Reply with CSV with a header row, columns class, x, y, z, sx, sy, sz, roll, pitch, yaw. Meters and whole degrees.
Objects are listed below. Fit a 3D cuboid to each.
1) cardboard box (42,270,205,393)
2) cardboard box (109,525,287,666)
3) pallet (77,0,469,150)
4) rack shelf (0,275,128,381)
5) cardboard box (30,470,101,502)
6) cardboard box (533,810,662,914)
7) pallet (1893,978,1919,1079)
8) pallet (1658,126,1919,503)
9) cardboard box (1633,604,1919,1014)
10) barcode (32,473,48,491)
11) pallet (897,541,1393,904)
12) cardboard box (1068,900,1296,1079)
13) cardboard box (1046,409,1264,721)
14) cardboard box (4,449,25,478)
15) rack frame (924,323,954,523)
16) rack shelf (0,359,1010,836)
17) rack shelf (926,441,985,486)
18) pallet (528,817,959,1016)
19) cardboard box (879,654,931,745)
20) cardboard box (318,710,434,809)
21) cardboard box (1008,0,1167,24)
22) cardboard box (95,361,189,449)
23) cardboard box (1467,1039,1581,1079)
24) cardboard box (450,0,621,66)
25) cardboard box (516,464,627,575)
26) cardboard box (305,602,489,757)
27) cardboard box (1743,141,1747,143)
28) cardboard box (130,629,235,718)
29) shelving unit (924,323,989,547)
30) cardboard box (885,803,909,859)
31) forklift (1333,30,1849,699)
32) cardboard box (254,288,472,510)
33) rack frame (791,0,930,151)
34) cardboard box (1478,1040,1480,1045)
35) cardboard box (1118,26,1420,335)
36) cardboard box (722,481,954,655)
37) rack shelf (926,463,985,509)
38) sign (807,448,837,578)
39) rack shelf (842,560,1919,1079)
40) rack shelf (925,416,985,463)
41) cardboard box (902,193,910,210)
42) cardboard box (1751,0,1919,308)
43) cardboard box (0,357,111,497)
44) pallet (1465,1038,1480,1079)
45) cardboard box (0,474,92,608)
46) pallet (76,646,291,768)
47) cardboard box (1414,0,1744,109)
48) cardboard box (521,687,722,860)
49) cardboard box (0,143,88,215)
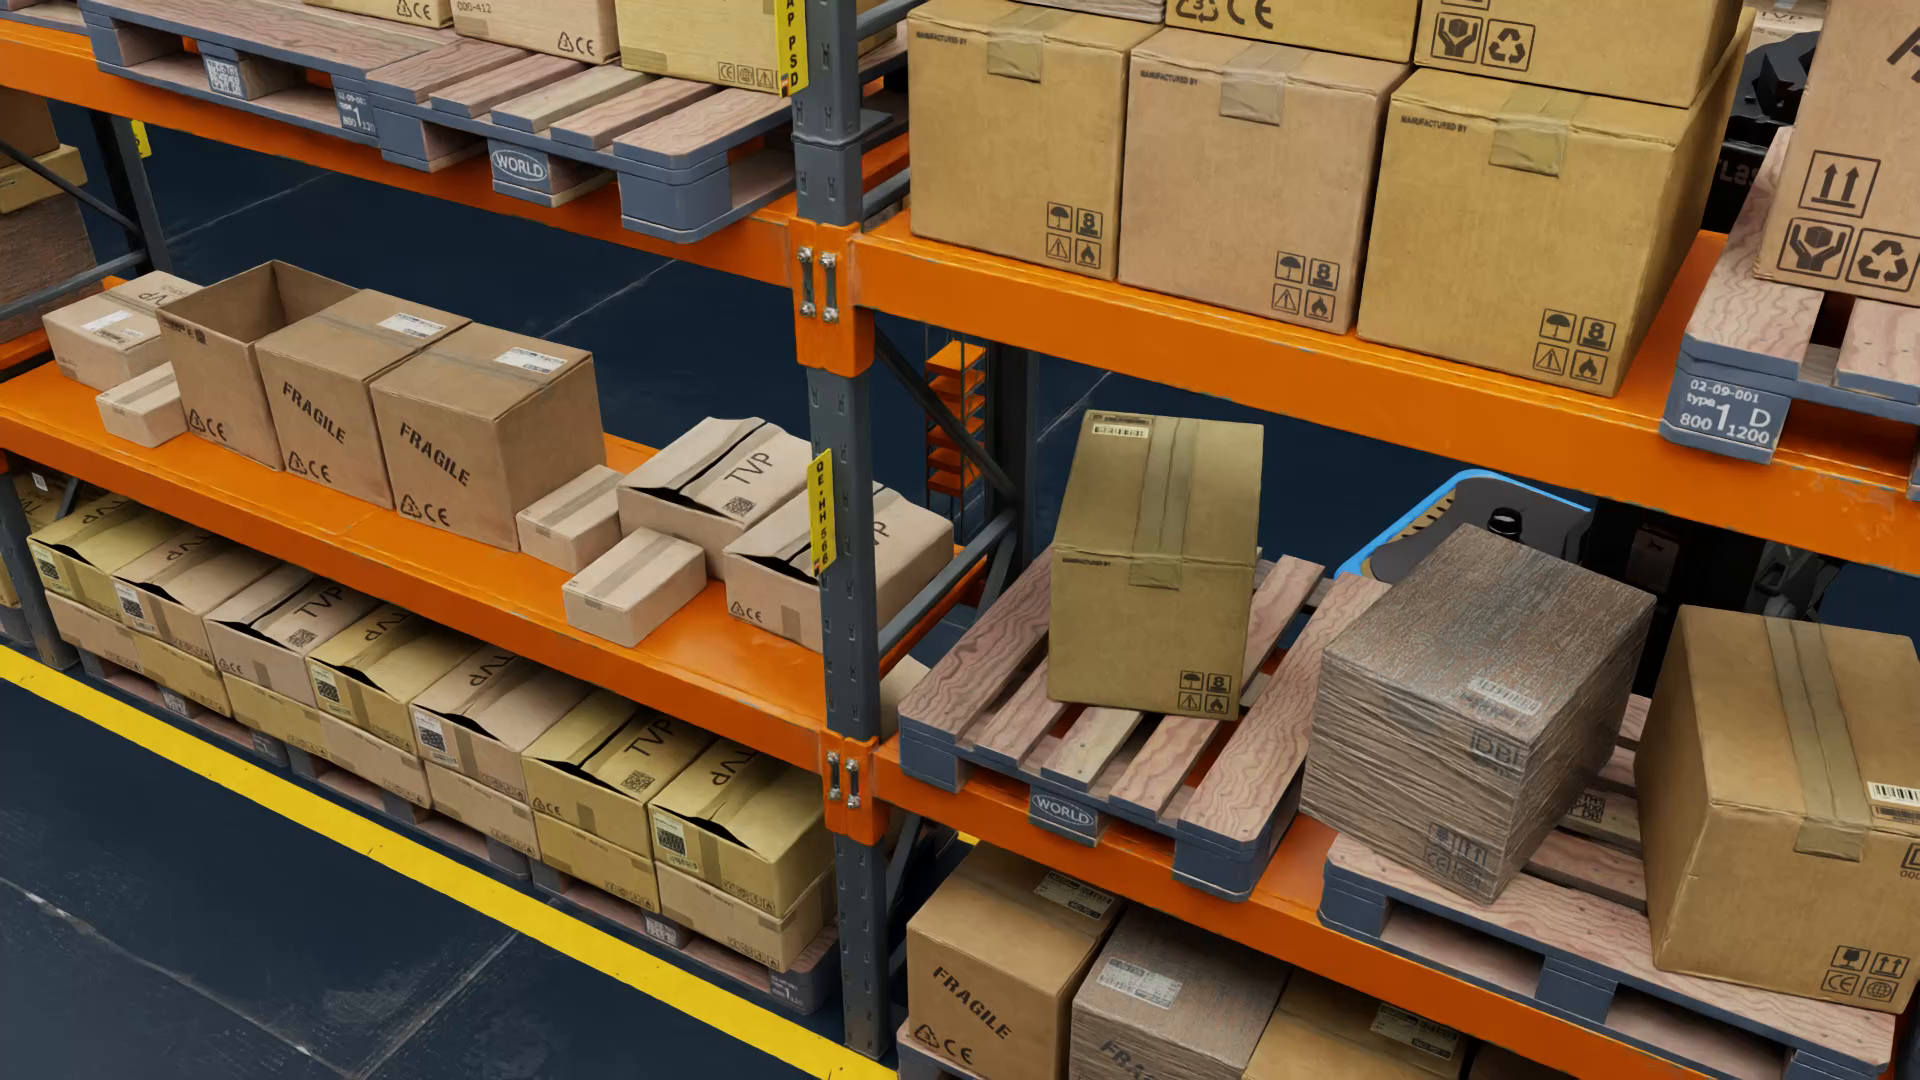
class,x,y,z,sx,sy,sz,roll,pitch,yaw
cardboard box,-3.091,-0.774,6.341,0.500,0.250,0.500,20,39,27
cardboard box,-2.873,0.159,6.401,0.500,0.311,0.500,17,37,24
pallet,-1.673,-1.470,4.716,1.213,0.211,1.003,19,38,27
rack shelf,-5.277,-1.201,7.497,4.000,0.370,1.077,18,37,24
cardboard box,-3.792,-0.255,7.528,0.500,0.250,0.500,18,37,24
cardboard box,-1.094,0.952,5.717,0.500,0.250,0.500,17,37,24
pallet,2.766,1.057,3.630,1.213,0.211,1.003,18,37,24
pallet,1.972,-0.418,3.134,1.003,0.211,1.213,18,37,24
cardboard box,1.841,0.577,3.708,0.500,0.500,0.700,8,35,12
barcode,-3.525,-0.223,6.370,0.075,0.075,0.001,18,37,24
pallet,0.556,0.382,4.643,1.003,0.211,1.213,18,37,24
cardboard box,0.643,1.411,4.784,0.500,0.500,0.500,16,37,23
cardboard box,0.535,0.052,4.497,0.500,0.500,0.700,6,34,9
cardboard box,-4.480,-0.459,7.158,0.500,0.500,0.500,18,37,24
rack frame,-0.092,-0.529,7.461,0.006,1.200,0.240,18,37,24
rack shelf,-1.804,-0.101,5.845,4.000,0.370,1.077,18,37,24
rack shelf,-0.013,-0.367,7.515,0.180,0.103,0.258,18,37,24
pallet,-0.763,1.065,5.961,1.213,0.211,1.003,18,37,24
cardboard box,-0.376,0.600,5.738,0.500,0.311,0.500,19,38,26
cardboard box,-1.978,0.672,6.137,0.500,0.250,0.500,18,38,25
cardboard box,0.308,-1.434,3.499,0.500,0.500,0.500,18,37,24
cardboard box,-2.872,-0.504,6.027,0.250,0.149,0.380,18,37,24
cardboard box,1.532,1.692,4.361,0.500,0.500,0.500,16,37,23
cardboard box,-0.953,-1.445,4.263,0.500,0.250,0.500,19,38,26
cardboard box,-1.203,-0.070,5.375,0.250,0.149,0.380,21,39,28
cardboard box,-1.970,0.441,5.977,0.500,0.311,0.500,19,38,26
cardboard box,3.562,-1.867,7.471,0.500,0.500,0.500,17,37,24
cardboard box,-2.870,0.390,6.559,0.500,0.250,0.500,19,38,26
shelving unit,-0.013,-0.503,7.423,0.189,1.200,0.258,18,37,24
cardboard box,-0.376,0.834,5.894,0.500,0.250,0.500,17,37,24
forklift,2.693,0.130,4.911,3.031,2.935,1.130,27,42,34
cardboard box,-1.989,-0.491,5.690,0.500,0.500,0.500,18,38,24
rack frame,-0.067,-2.348,3.157,0.127,3.000,1.000,18,37,24
cardboard box,1.769,1.435,4.748,0.500,0.500,0.500,16,37,23
cardboard box,0.771,-0.897,3.594,0.500,0.500,0.910,18,37,24
cardboard box,-0.361,0.065,5.026,0.500,0.311,0.500,20,39,27
rack shelf,-0.013,-0.267,7.581,0.180,0.103,0.258,18,37,24
sign,-0.340,-0.065,4.096,0.005,0.325,0.100,18,37,24
rack shelf,1.669,0.999,4.193,4.000,0.370,1.077,18,37,24
rack shelf,-0.013,-0.466,7.448,0.180,0.103,0.258,18,37,24
cardboard box,0.035,-2.166,10.155,0.500,0.500,0.700,17,37,23
cardboard box,1.845,-0.797,2.974,0.600,0.600,0.600,16,37,23
cardboard box,-3.788,-0.571,7.327,0.500,0.500,0.500,18,37,24
pallet,1.617,1.870,4.752,1.213,0.211,1.003,18,37,24
cardboard box,-4.051,-0.003,7.151,0.500,0.250,0.500,18,37,24
pallet,-2.881,0.394,6.968,1.213,0.211,1.003,18,37,24
cardboard box,1.194,-1.153,3.077,0.500,0.500,0.500,18,37,24
cardboard box,-1.099,0.720,5.558,0.500,0.311,0.500,17,37,24
cardboard box,-3.677,-1.429,6.515,0.250,0.149,0.380,18,37,24
